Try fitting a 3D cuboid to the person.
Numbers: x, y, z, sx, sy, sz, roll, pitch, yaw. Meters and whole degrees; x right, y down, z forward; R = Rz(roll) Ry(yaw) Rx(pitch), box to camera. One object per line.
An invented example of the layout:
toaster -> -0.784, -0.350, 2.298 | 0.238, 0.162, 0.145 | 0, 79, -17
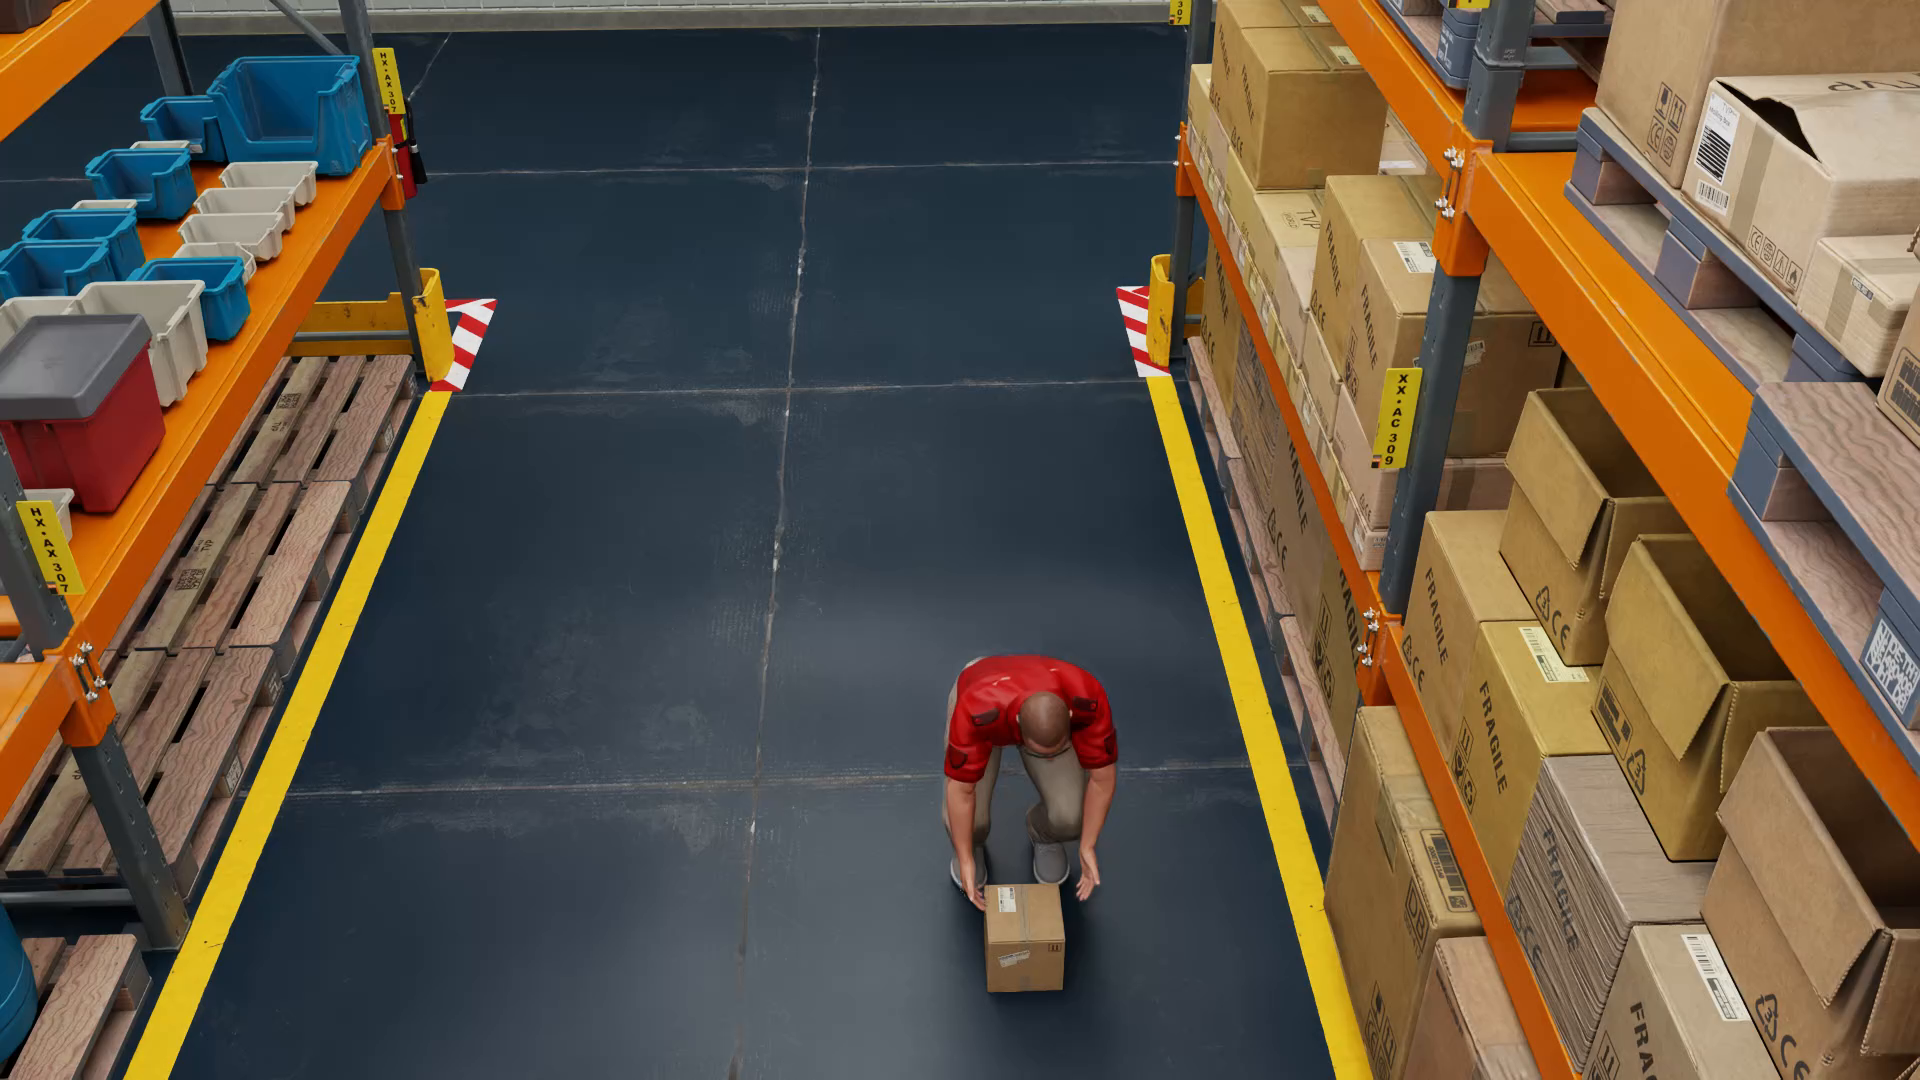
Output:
person -> 0.220, 0.753, 5.625 | 0.576, 1.114, 0.830 | -2, 35, -2
